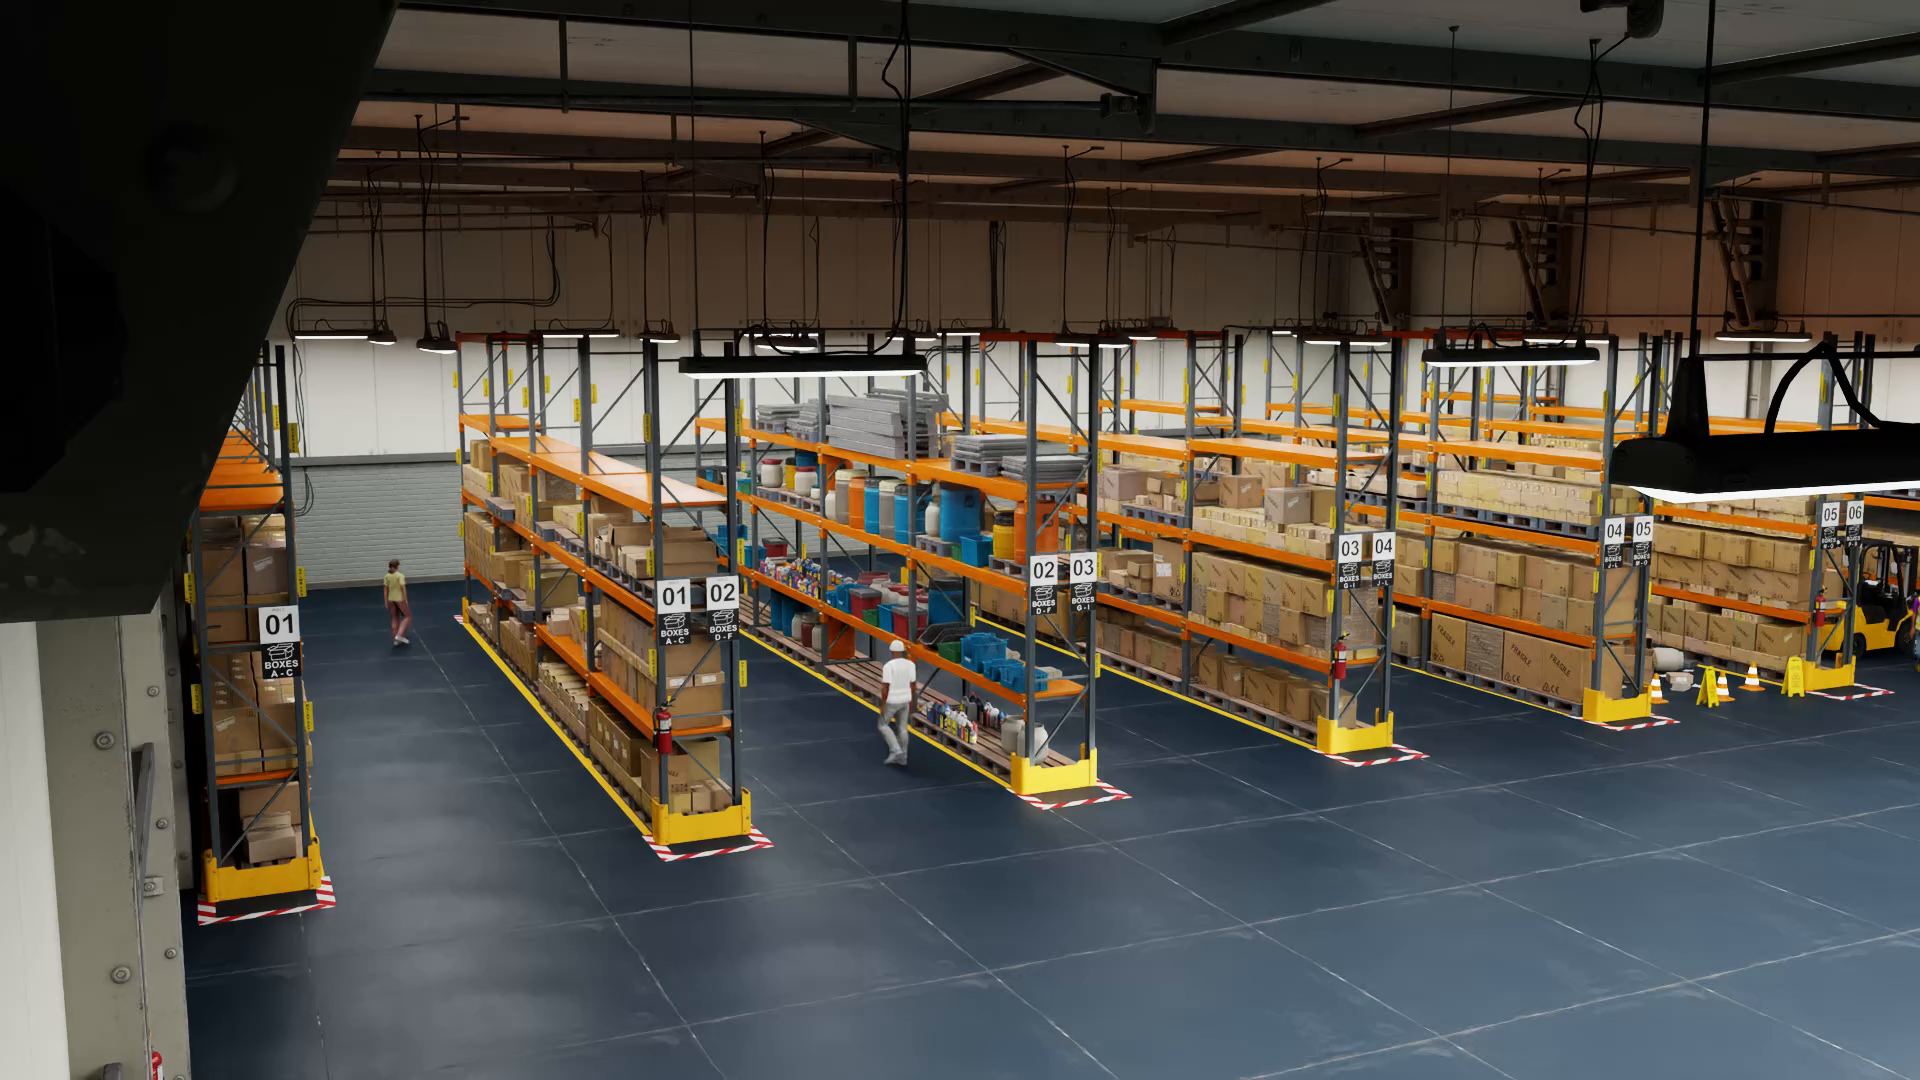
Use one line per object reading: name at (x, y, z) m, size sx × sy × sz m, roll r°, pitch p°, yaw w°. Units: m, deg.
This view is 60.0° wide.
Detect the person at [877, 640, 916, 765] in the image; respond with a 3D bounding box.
person at (-0.877, 2.287, 23.464) m, size 0.612 × 1.757 × 0.470 m, roll -5°, pitch 9°, yaw -34°

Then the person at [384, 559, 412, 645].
person at (-10.855, 1.200, 32.003) m, size 0.480 × 1.673 × 0.490 m, roll 1°, pitch 8°, yaw 11°

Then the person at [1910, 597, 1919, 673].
person at (16.869, 1.564, 28.920) m, size 0.583 × 1.748 × 0.795 m, roll 5°, pitch 9°, yaw 32°
